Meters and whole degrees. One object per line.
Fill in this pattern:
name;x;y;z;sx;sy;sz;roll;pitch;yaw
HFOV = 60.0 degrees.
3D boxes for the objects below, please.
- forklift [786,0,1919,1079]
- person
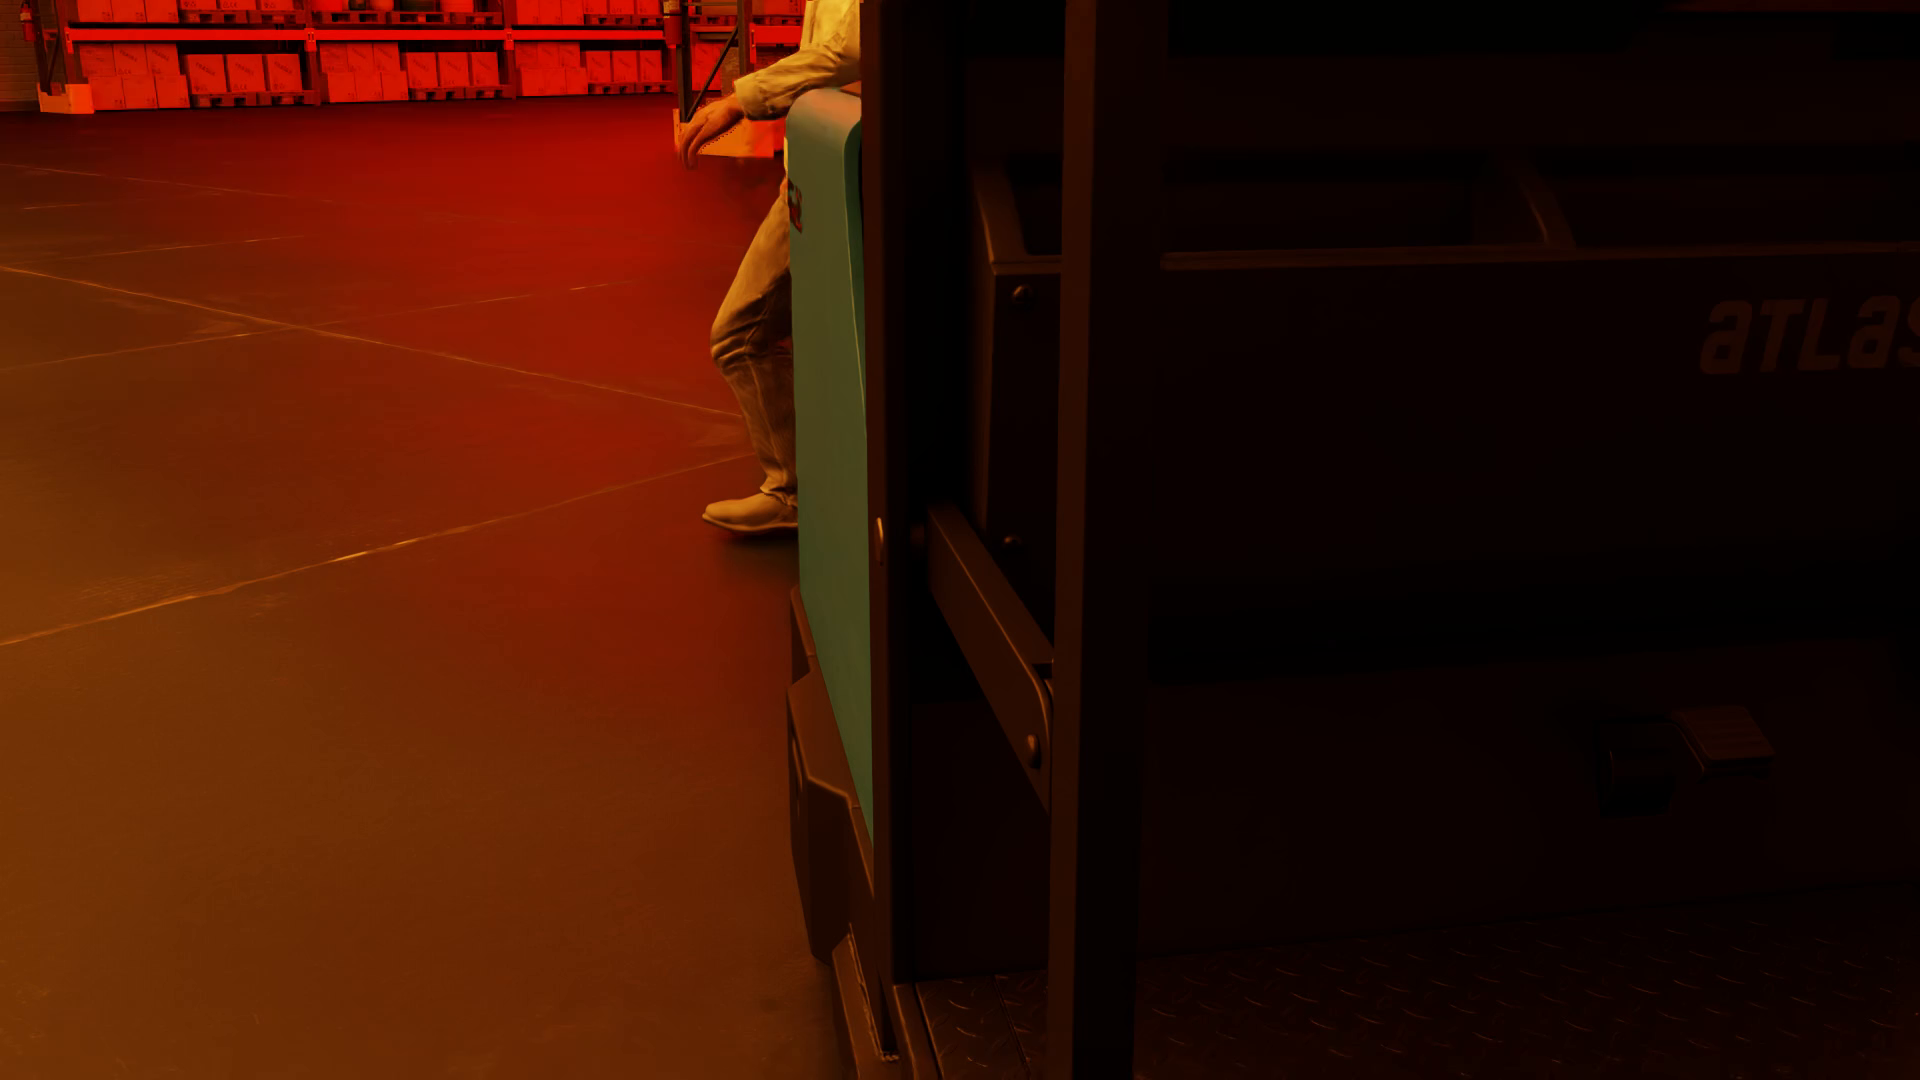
forklift;0.509;-0.645;1.020;1.130;2.935;3.031;-3;17;-10
person;-0.267;-0.796;3.676;0.792;1.690;0.693;-10;19;-29
